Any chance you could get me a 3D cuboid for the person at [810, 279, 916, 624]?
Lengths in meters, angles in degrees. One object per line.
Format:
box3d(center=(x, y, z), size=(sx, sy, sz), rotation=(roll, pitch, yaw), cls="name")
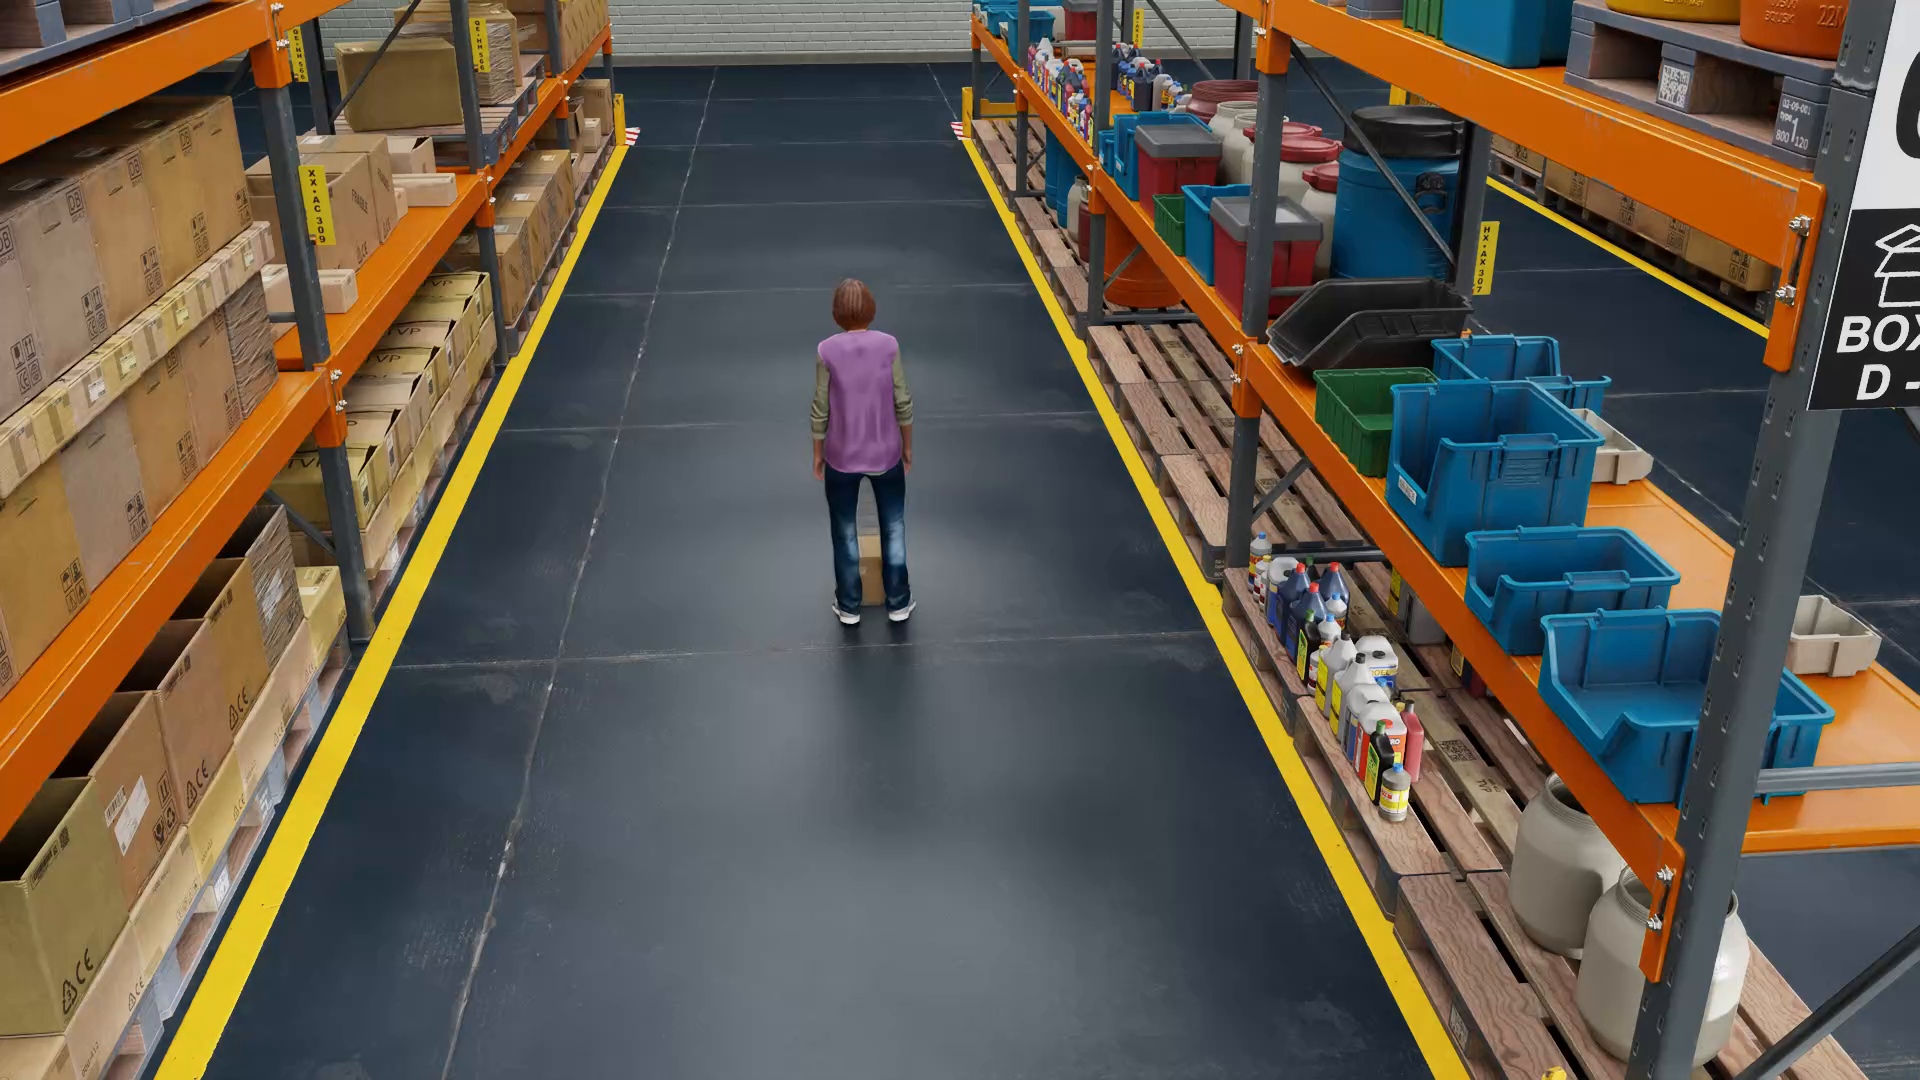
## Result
box3d(center=(-0.432, -0.365, 7.448), size=(0.471, 1.580, 0.348), rotation=(-3, 24, -8), cls="person")
